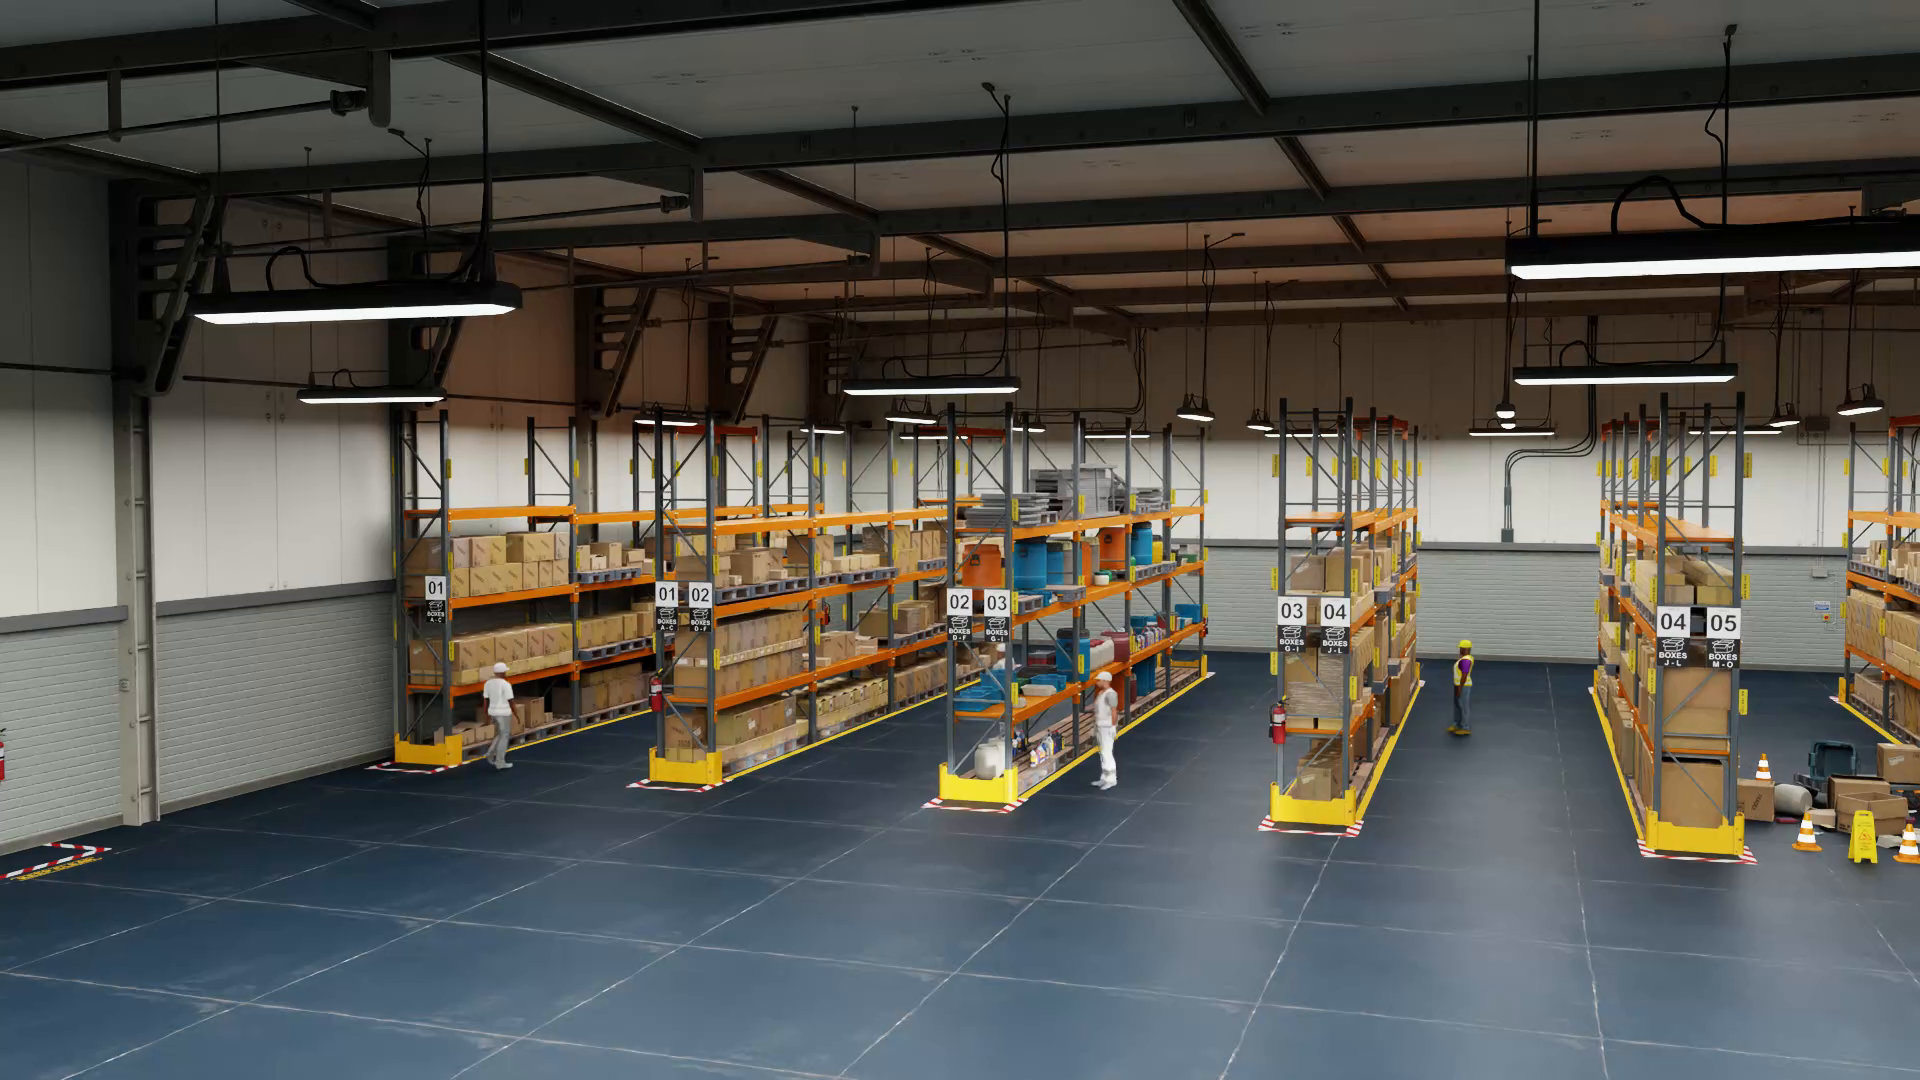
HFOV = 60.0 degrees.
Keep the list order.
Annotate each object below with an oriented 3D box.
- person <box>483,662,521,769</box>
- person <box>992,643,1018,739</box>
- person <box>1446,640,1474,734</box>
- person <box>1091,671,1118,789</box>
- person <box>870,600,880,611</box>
[{"bbox_3d":[-7.620,2.909,27.660,0.583,1.755,0.474,2,3,44],"label":"person"},{"bbox_3d":[0.806,2.784,30.468,0.407,1.789,0.593,1,3,31],"label":"person"},{"bbox_3d":[9.483,2.765,31.456,0.505,1.759,0.638,0,2,2],"label":"person"},{"bbox_3d":[2.264,2.991,26.221,0.381,1.831,0.599,-1,3,-16],"label":"person"},{"bbox_3d":[-1.935,2.374,41.267,0.716,1.789,0.587,0,2,8],"label":"person"}]
